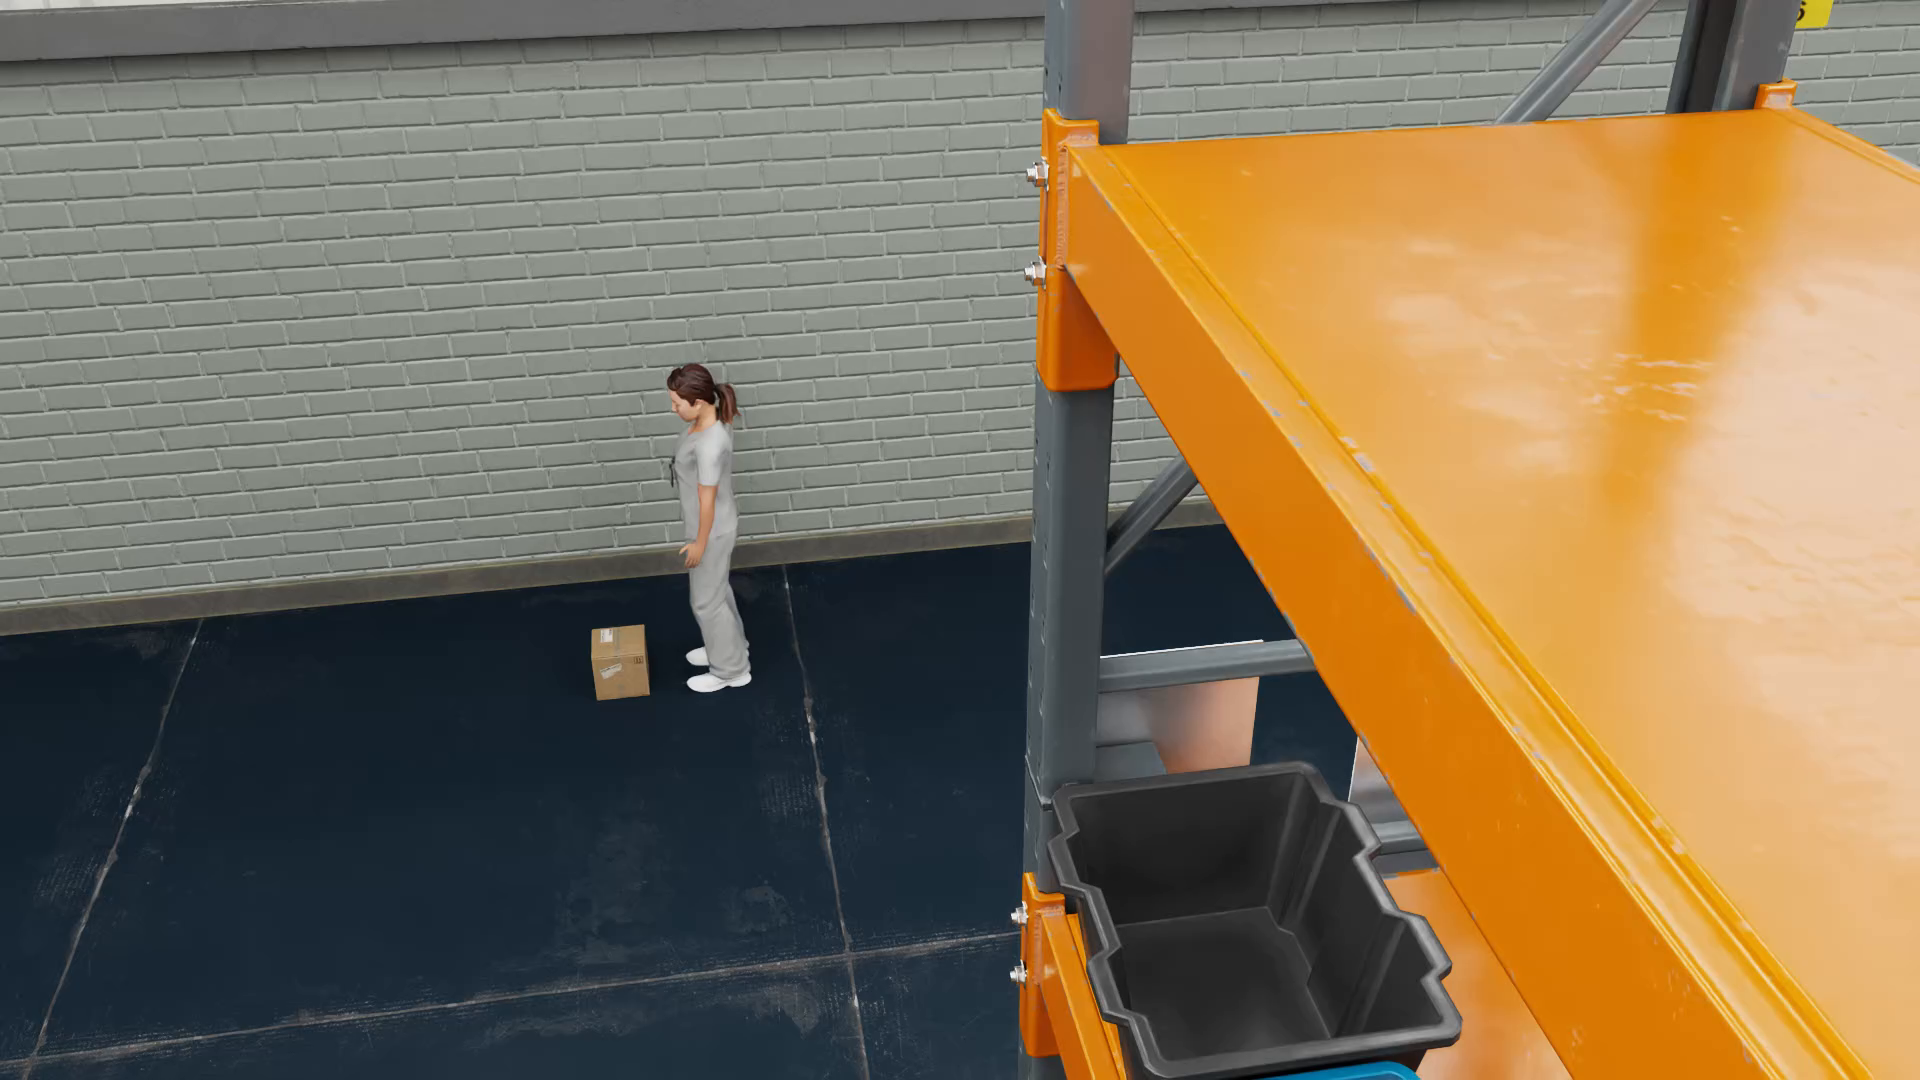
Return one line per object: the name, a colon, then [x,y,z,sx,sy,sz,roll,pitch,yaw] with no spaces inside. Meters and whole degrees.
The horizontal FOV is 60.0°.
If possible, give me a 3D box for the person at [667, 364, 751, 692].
person: [-1.156,-0.055,7.736,0.361,1.670,0.443,-5,31,-8]
